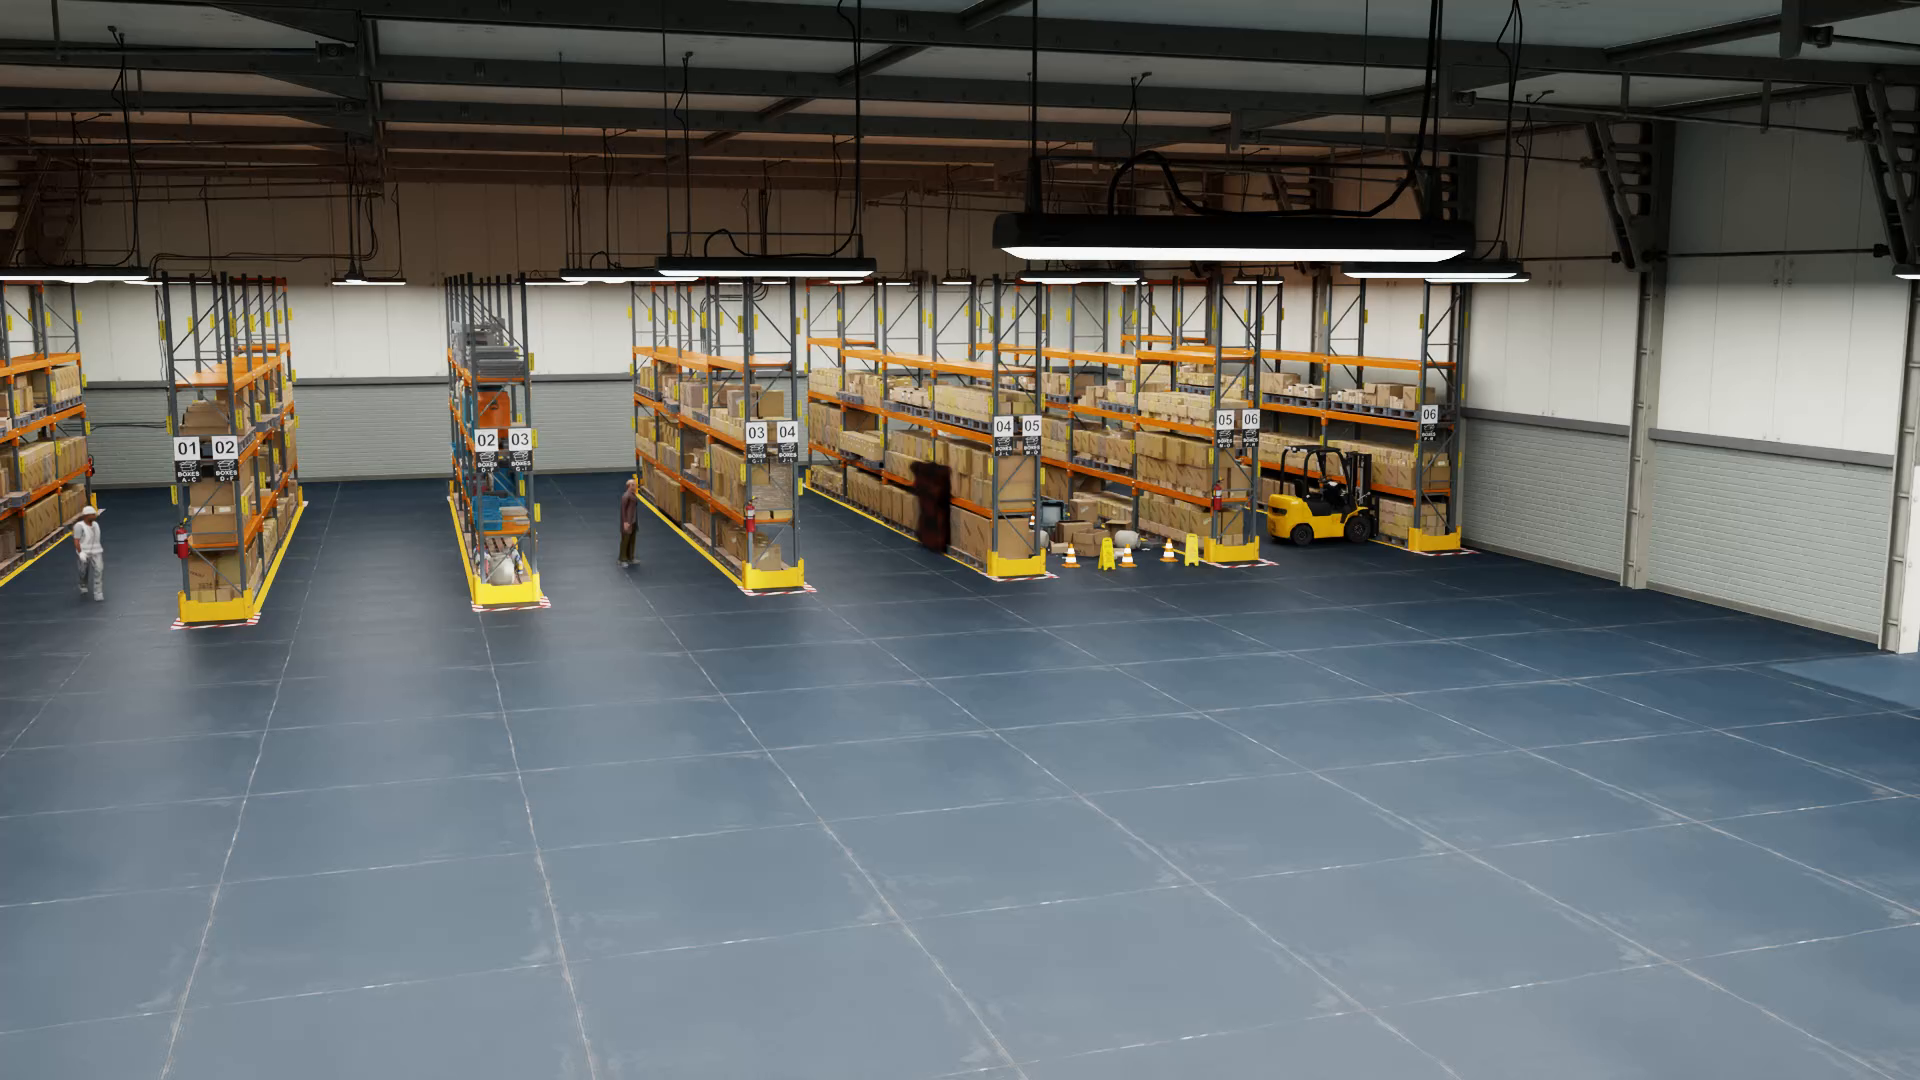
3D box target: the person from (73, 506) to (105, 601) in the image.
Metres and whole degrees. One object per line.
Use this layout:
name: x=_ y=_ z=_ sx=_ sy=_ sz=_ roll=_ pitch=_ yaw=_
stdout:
person: x=-16.106 y=0.247 z=30.735 sx=0.477 sy=1.746 sz=1.012 roll=-5 pitch=10 yaw=-31

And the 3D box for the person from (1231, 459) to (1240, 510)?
person: x=6.640 y=-1.128 z=40.084 sx=0.416 sy=1.672 sz=0.469 roll=1 pitch=9 yaw=8

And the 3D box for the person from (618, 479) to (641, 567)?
person: x=-6.908 y=-0.342 z=34.624 sx=0.387 sy=1.840 sz=0.583 roll=4 pitch=9 yaw=24

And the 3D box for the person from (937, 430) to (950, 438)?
person: x=-0.557 y=-3.007 z=52.174 sx=0.898 sy=1.705 sz=0.574 roll=-6 pitch=11 yaw=-35

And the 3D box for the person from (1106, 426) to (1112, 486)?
person: x=4.174 y=-2.440 z=48.324 sx=0.625 sy=1.776 sz=0.582 roll=-4 pitch=10 yaw=-25
